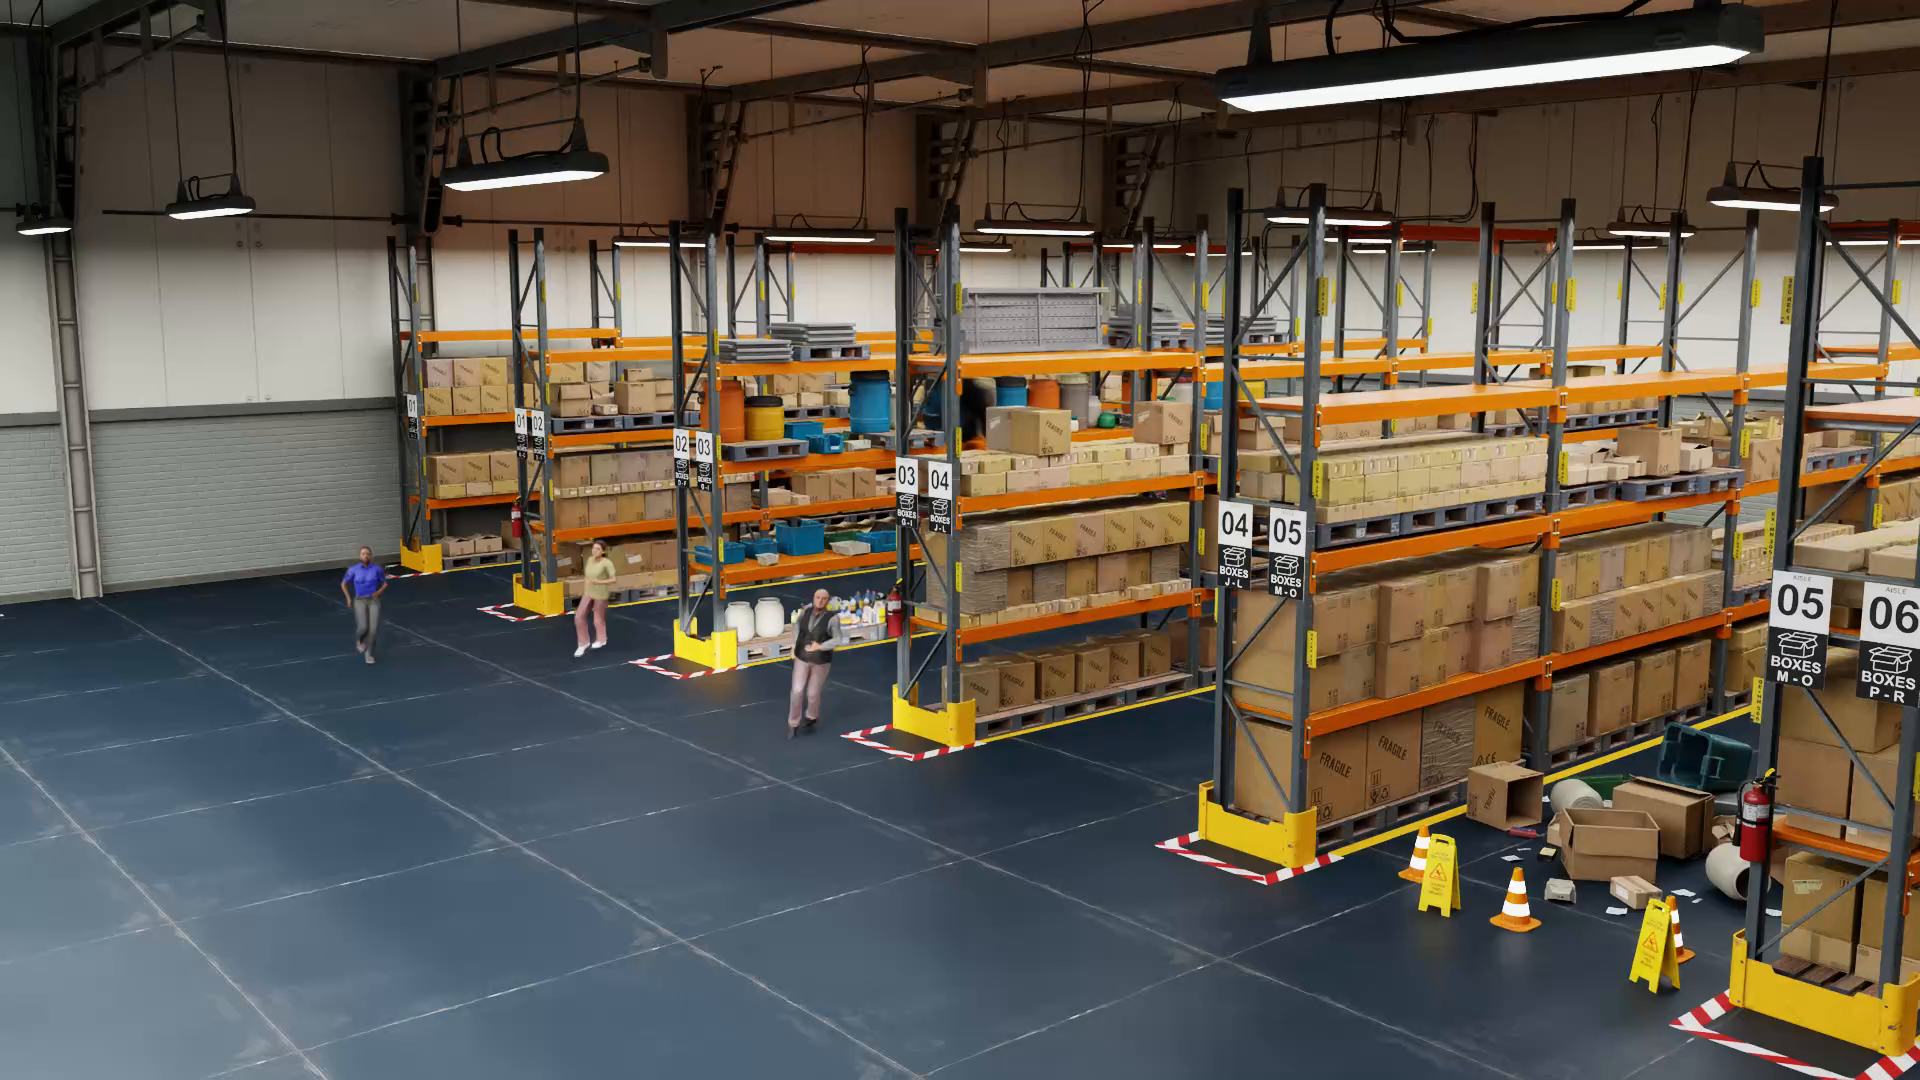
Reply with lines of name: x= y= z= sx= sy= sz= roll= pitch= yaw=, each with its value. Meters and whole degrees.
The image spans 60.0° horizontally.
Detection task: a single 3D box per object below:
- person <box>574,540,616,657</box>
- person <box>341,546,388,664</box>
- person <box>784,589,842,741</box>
person: x=-5.046 y=0.806 z=23.276 sx=0.606 sy=1.667 sz=0.690 roll=3 pitch=9 yaw=17
person: x=-8.128 y=0.885 z=22.778 sx=0.588 sy=1.608 sz=0.566 roll=-5 pitch=10 yaw=-27
person: x=-1.657 y=1.421 z=19.093 sx=0.659 sy=1.753 sz=0.702 roll=1 pitch=9 yaw=8
